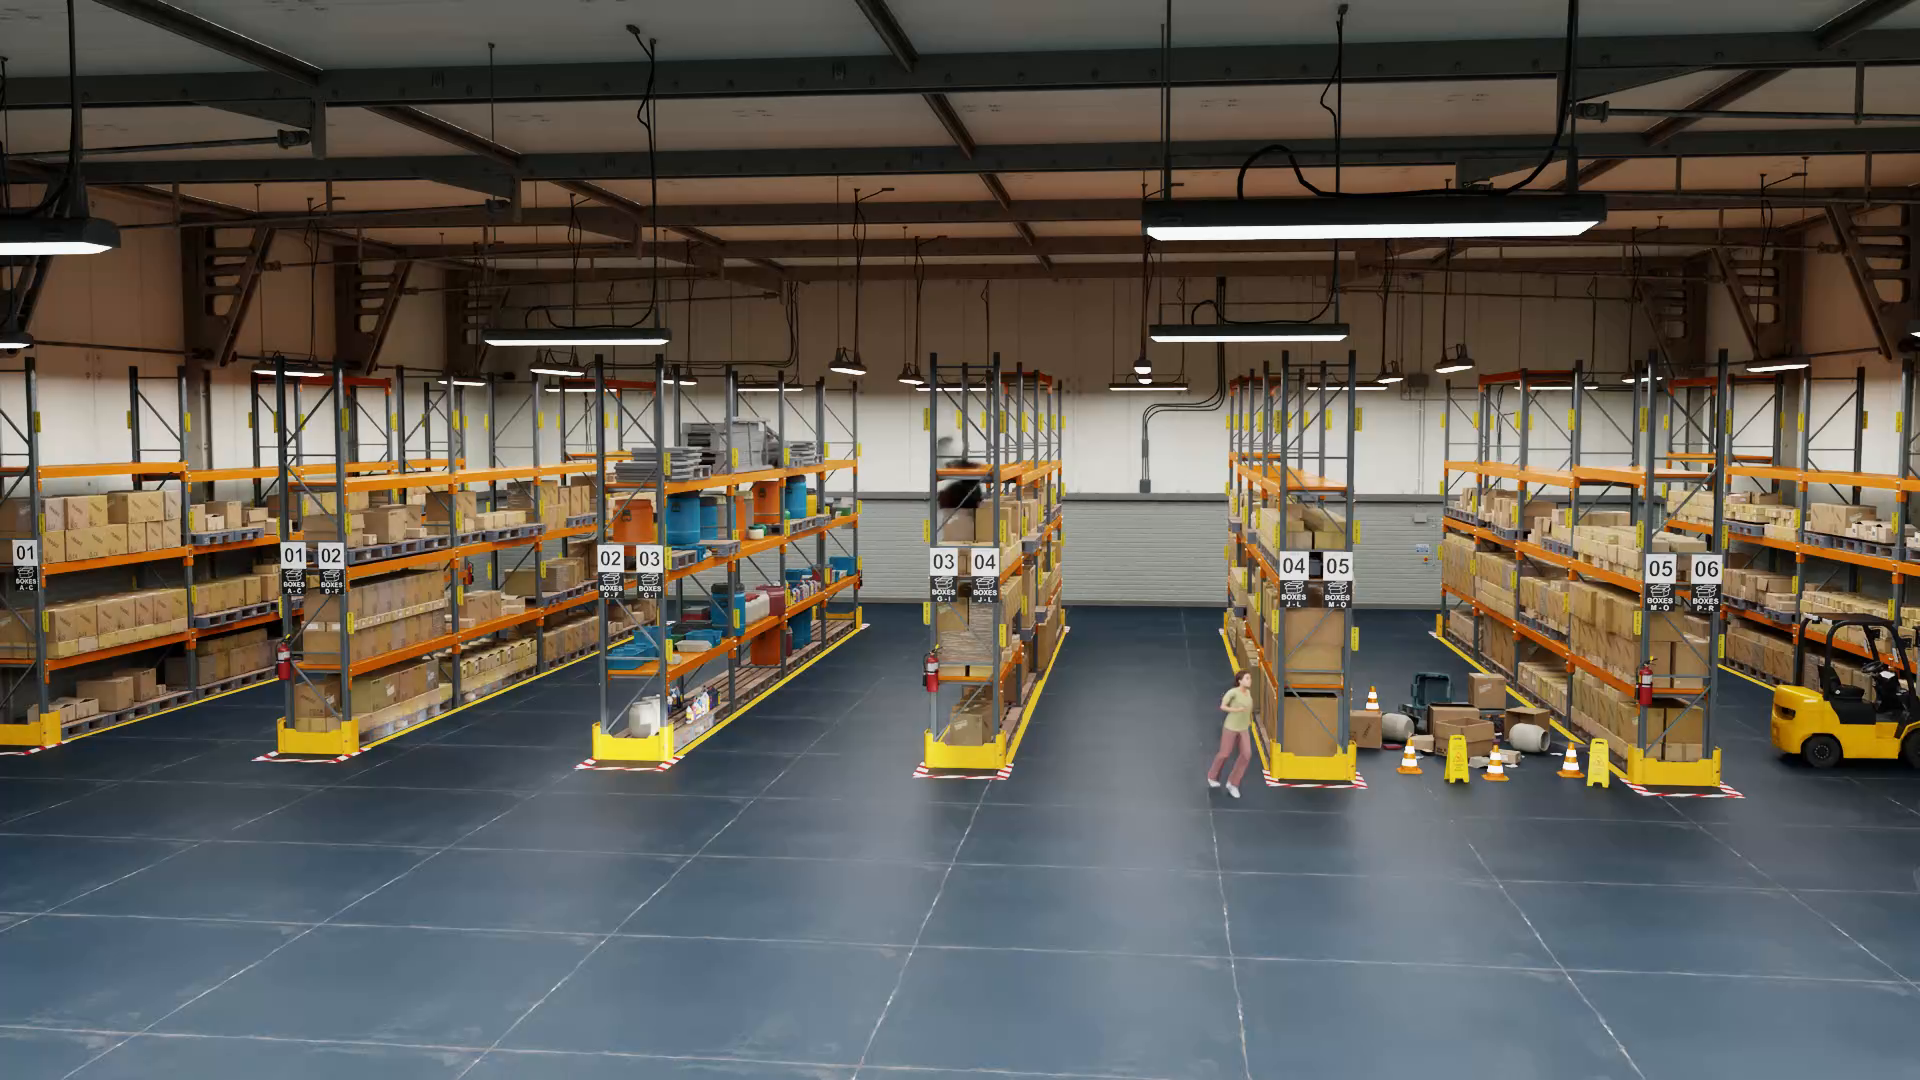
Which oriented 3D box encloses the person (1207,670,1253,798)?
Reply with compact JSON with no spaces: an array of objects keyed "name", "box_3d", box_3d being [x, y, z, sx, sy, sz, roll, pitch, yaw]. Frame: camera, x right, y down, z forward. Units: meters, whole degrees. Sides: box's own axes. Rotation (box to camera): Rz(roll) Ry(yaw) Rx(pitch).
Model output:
[{"name":"person","box_3d":[3.753,2.591,22.541,0.587,1.684,0.692,-2,4,-23]}]
